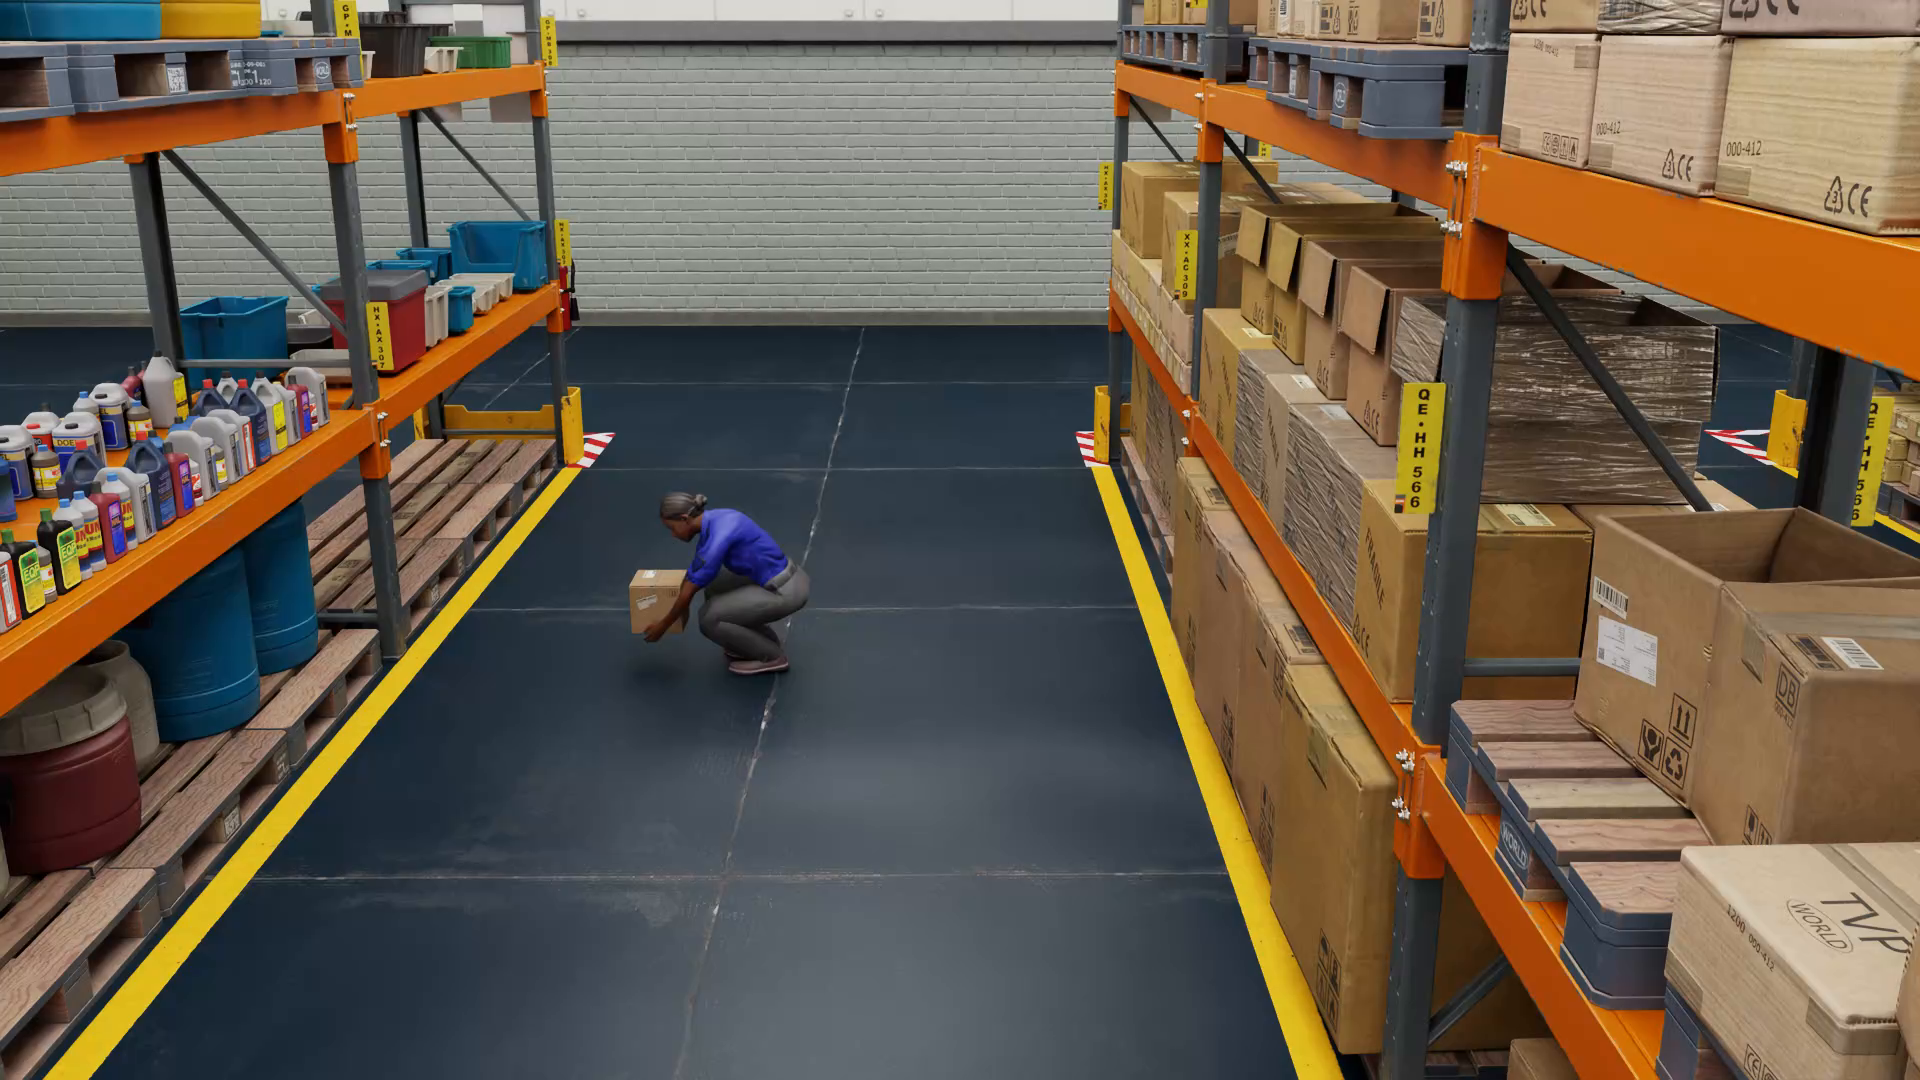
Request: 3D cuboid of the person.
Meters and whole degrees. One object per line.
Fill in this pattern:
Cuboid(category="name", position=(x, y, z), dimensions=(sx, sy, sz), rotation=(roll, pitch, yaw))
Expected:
Cuboid(category="person", position=(-1.152, 0.190, 8.217), dimensions=(0.826, 0.916, 0.505), rotation=(0, 17, -1))
